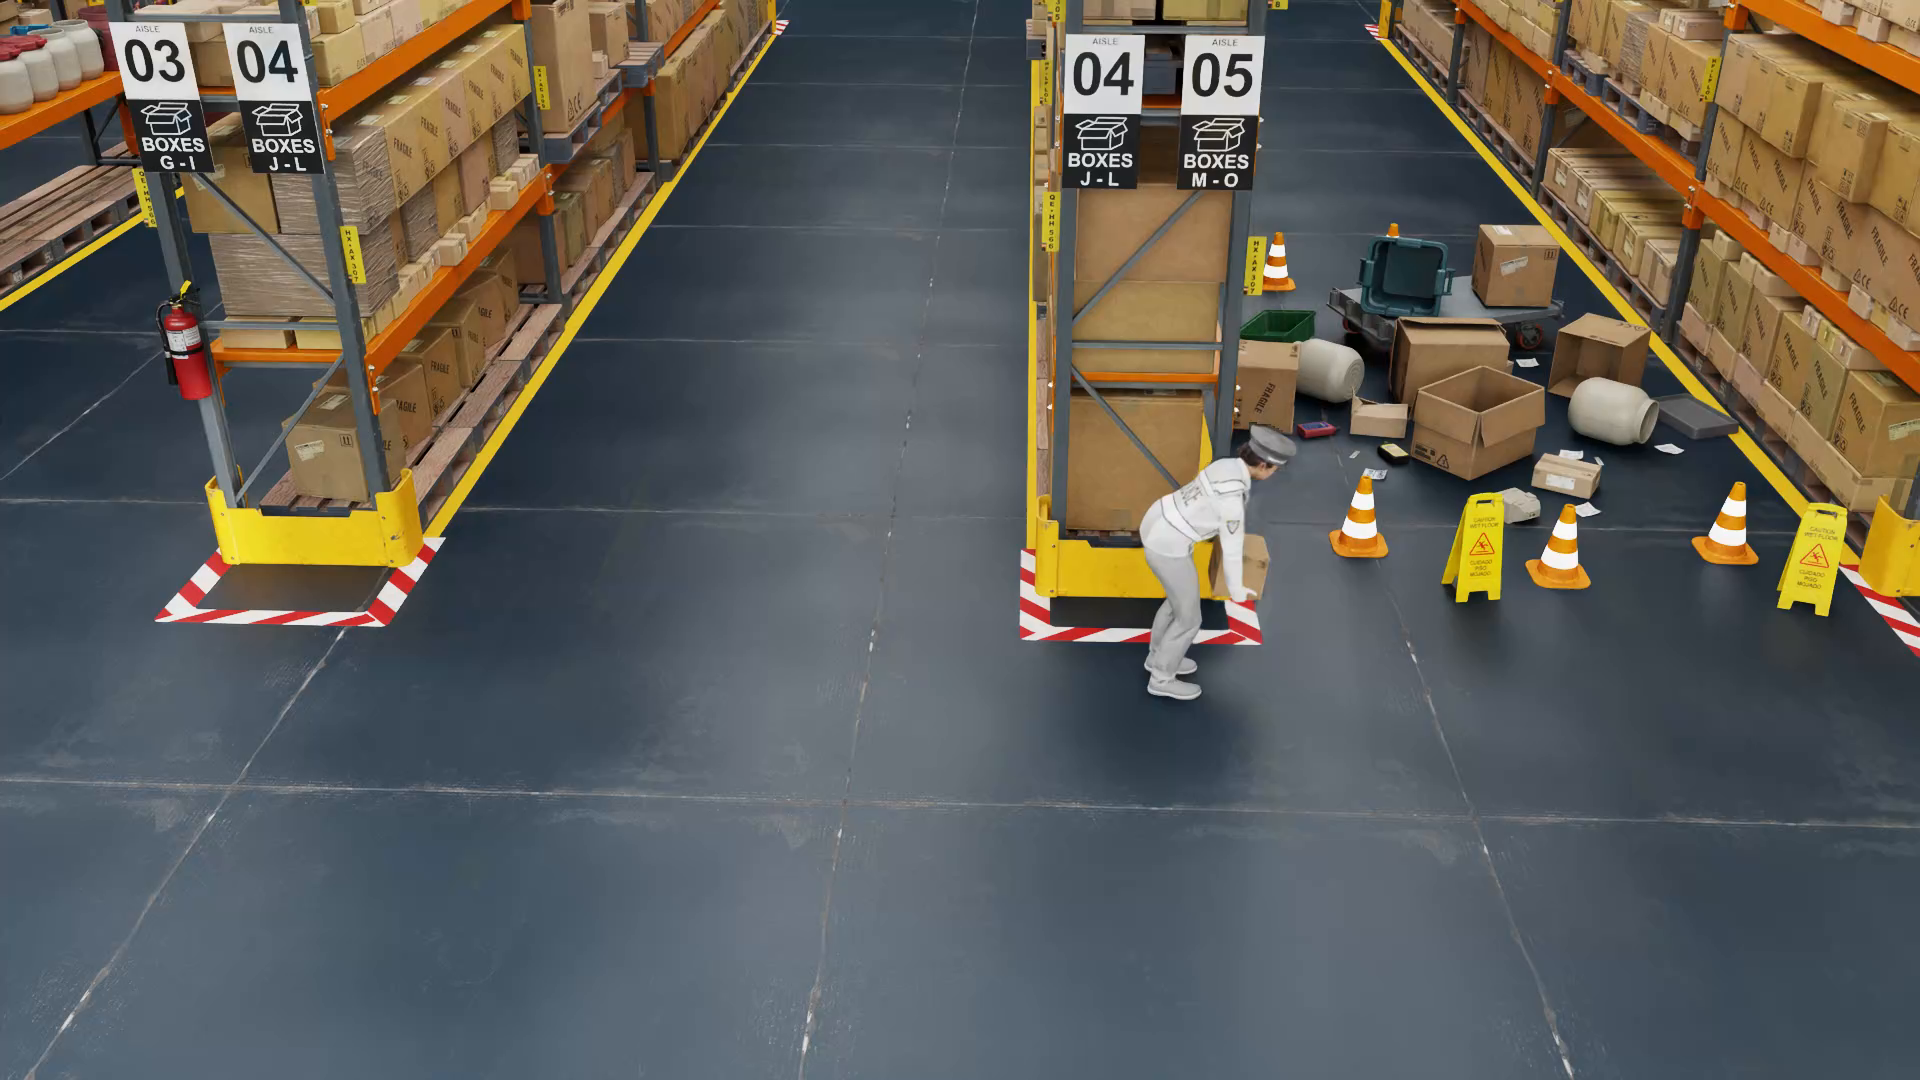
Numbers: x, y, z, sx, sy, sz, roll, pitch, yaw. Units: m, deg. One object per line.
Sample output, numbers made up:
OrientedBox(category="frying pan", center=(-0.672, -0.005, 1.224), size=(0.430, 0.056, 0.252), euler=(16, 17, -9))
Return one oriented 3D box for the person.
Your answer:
OrientedBox(category="person", center=(1.303, 0.110, 8.615), size=(0.757, 1.483, 0.406), euler=(0, 28, 1))
